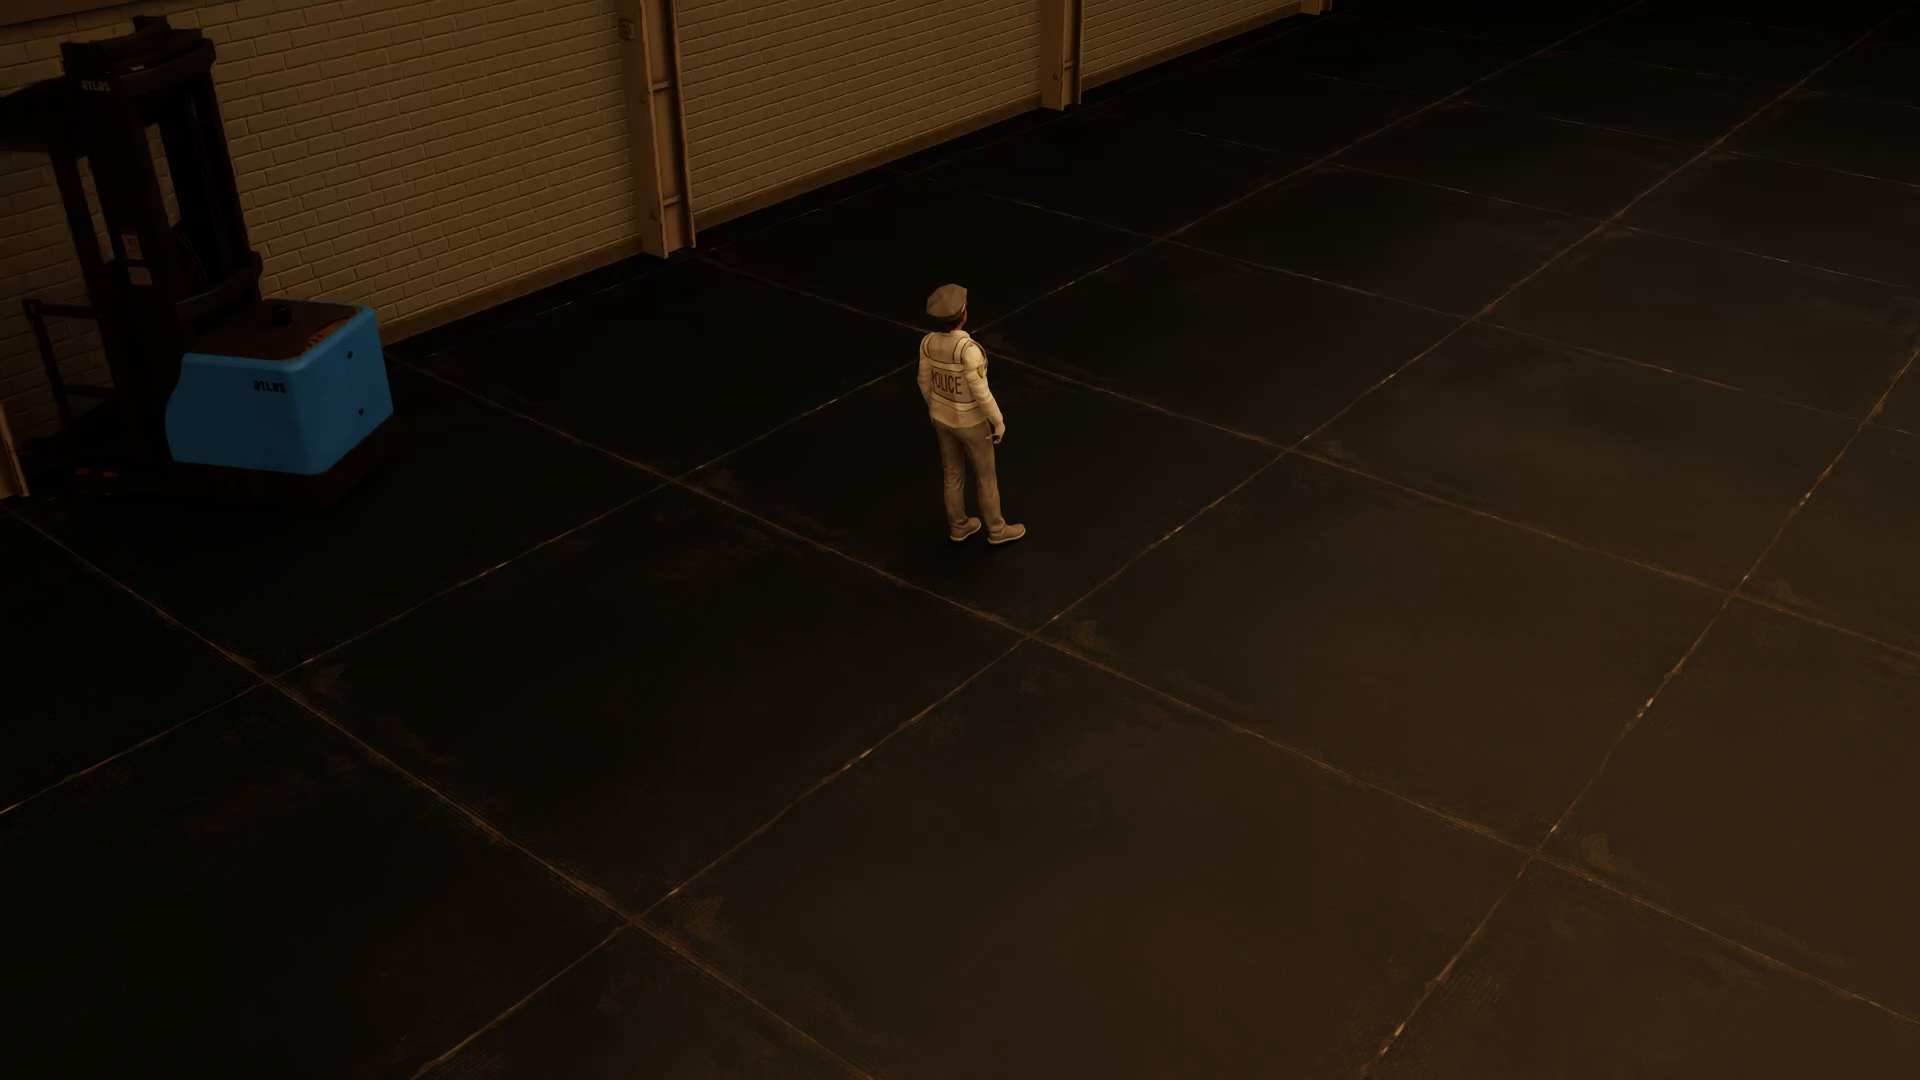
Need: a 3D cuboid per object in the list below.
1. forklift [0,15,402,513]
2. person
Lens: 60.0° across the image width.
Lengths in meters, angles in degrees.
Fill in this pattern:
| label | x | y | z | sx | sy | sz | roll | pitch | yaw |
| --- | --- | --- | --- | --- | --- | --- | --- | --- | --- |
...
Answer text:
| label | x | y | z | sx | sy | sz | roll | pitch | yaw |
| --- | --- | --- | --- | --- | --- | --- | --- | --- | --- |
| forklift | -5.433 | -1.807 | 10.688 | 3.031 | 2.935 | 1.130 | 6 | 31 | 10 |
| person | 0.048 | -0.763 | 10.112 | 0.587 | 1.695 | 0.531 | 22 | 37 | 33 |
